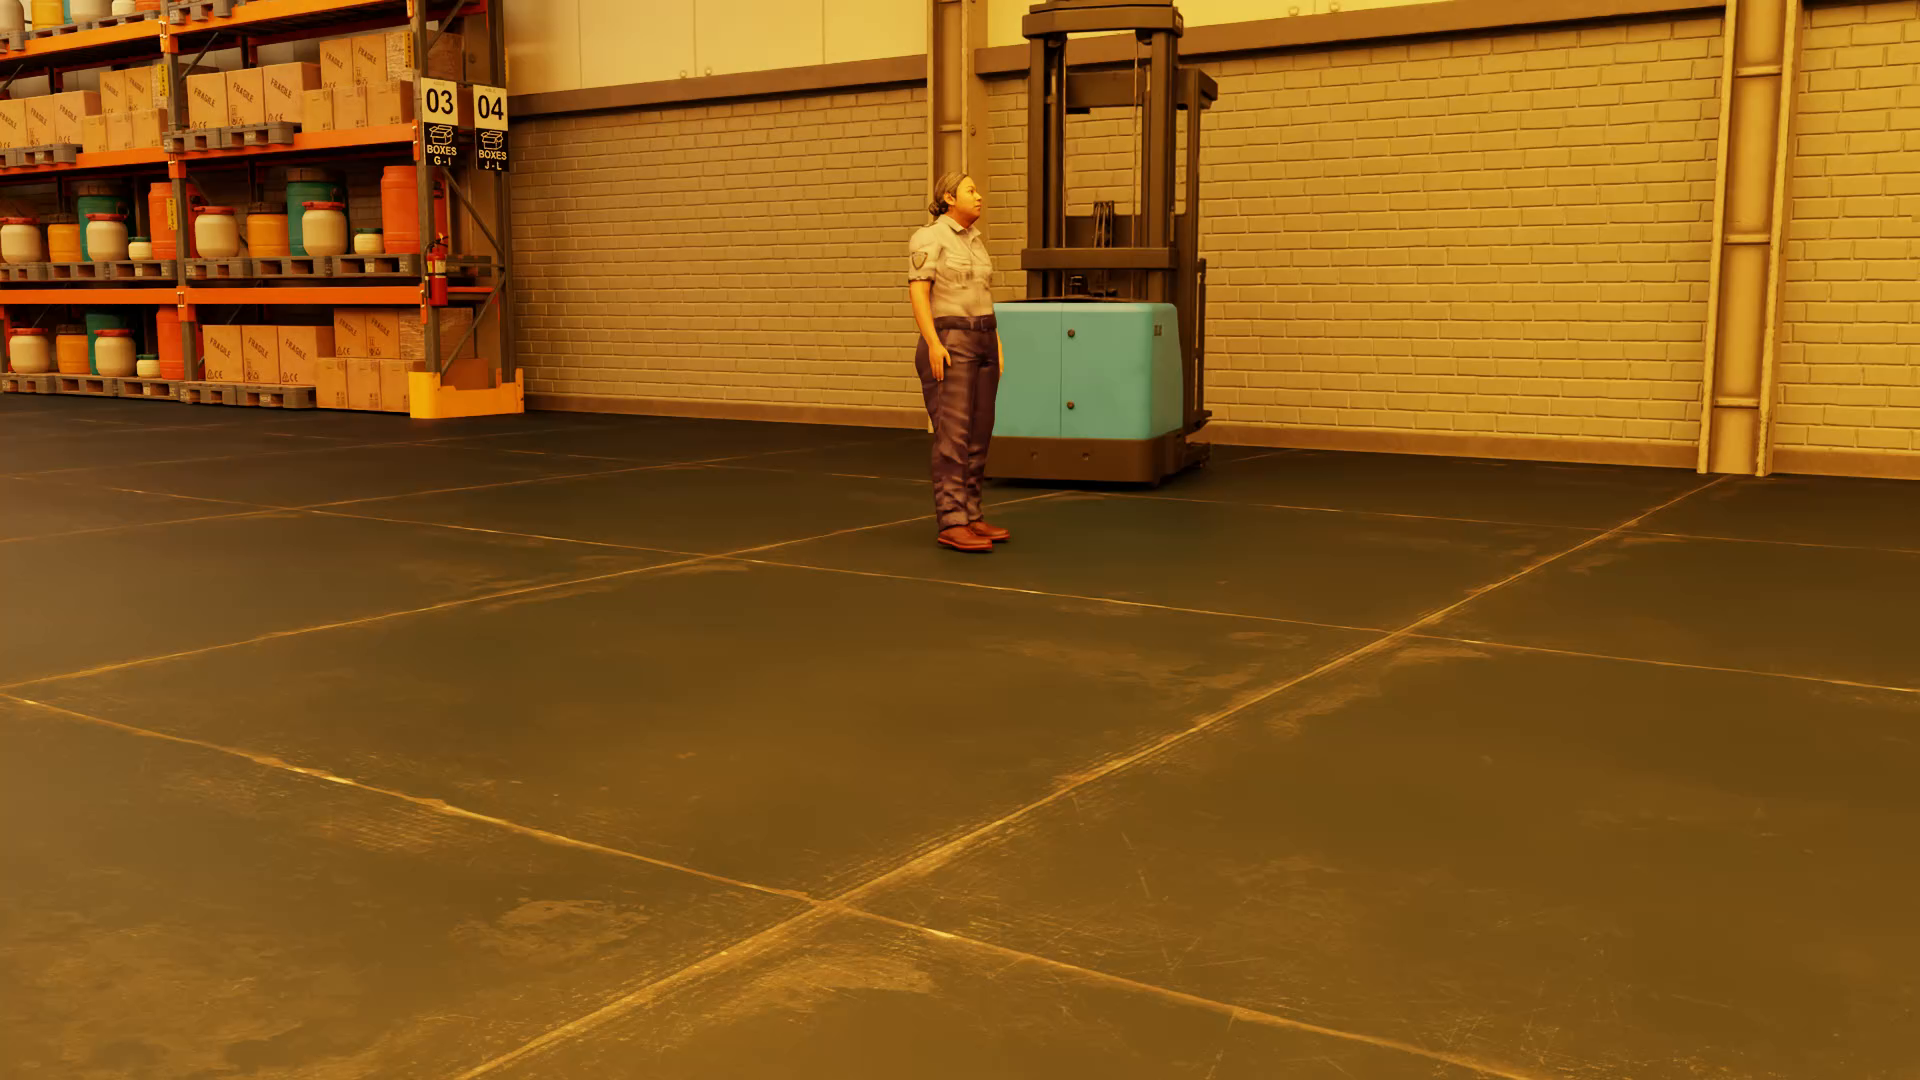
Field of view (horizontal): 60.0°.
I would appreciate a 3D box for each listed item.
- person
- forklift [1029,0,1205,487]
[{"bbox_3d":[0.061,-0.813,7.419,0.503,1.650,0.599,5,10,34],"label":"person"},{"bbox_3d":[1.039,-1.926,10.740,1.121,2.935,3.031,3,8,18],"label":"forklift"}]
